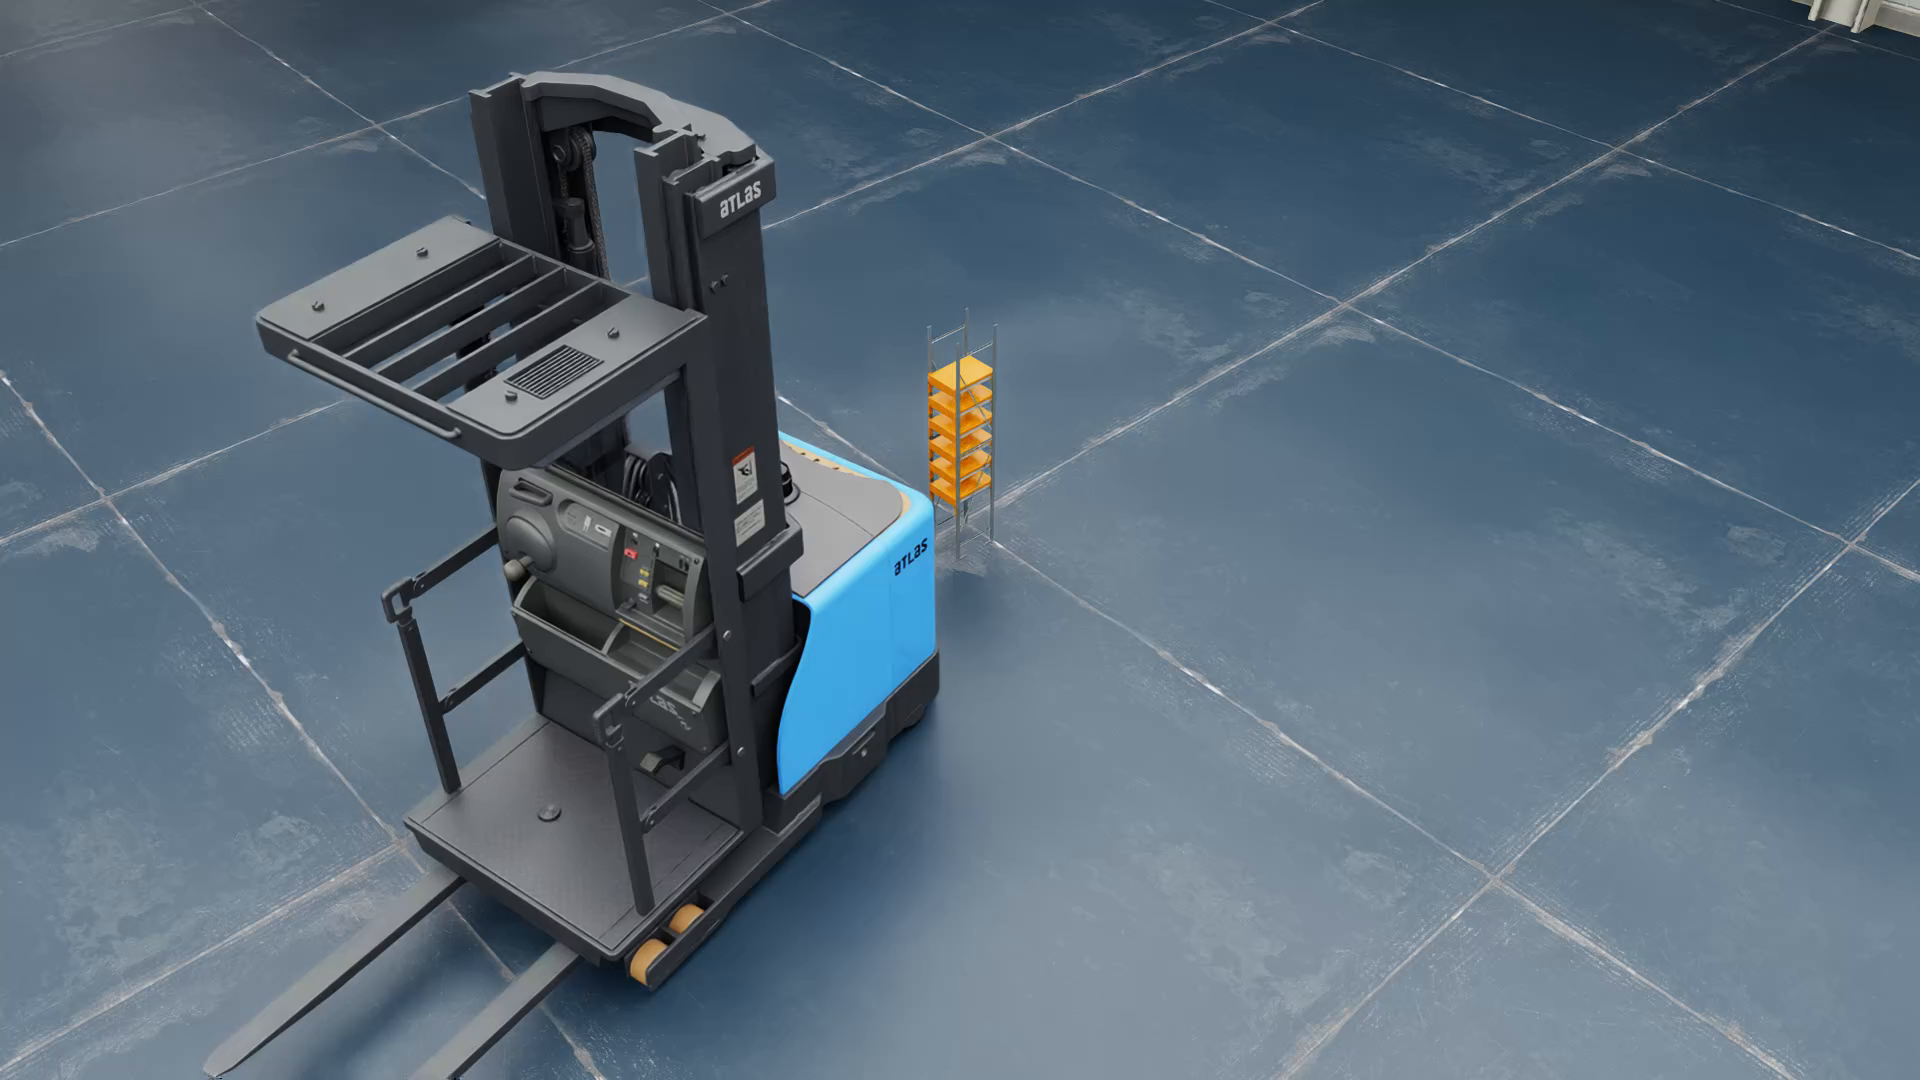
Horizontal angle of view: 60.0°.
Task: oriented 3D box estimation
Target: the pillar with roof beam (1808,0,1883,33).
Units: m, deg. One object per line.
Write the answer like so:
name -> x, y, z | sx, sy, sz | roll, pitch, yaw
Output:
pillar with roof beam -> 3.705, -5.723, 7.882 | 9.100, 9.000, 0.400 | -30, 48, -32

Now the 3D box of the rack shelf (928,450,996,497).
rack shelf -> 0.010, -0.332, 7.676 | 0.258, 0.103, 0.180 | -30, 48, -32

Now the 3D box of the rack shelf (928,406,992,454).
rack shelf -> 0.010, -0.519, 7.525 | 0.258, 0.103, 0.180 | -30, 48, -32

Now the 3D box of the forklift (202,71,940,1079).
forklift -> -1.346, 0.113, 5.486 | 1.130, 2.935, 3.031 | 24, 45, 27

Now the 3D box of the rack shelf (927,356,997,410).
rack shelf -> 0.010, -0.706, 7.374 | 0.258, 0.103, 0.180 | -30, 48, -32

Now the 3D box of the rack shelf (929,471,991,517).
rack shelf -> 0.010, -0.239, 7.751 | 0.258, 0.103, 0.180 | -30, 48, -32

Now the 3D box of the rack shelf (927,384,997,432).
rack shelf -> 0.010, -0.612, 7.450 | 0.258, 0.103, 0.180 | -30, 48, -32

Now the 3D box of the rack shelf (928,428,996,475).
rack shelf -> 0.010, -0.426, 7.600 | 0.258, 0.103, 0.180 | -30, 48, -32

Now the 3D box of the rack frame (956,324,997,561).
rack frame -> 0.072, -0.418, 7.520 | 0.240, 1.200, 0.006 | -30, 48, -32

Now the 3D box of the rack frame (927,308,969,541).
rack frame -> -0.052, -0.502, 7.625 | 0.240, 1.200, 0.006 | -30, 48, -32

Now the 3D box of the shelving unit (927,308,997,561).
shelving unit -> 0.010, -0.460, 7.573 | 0.258, 1.200, 0.189 | -30, 48, -32
